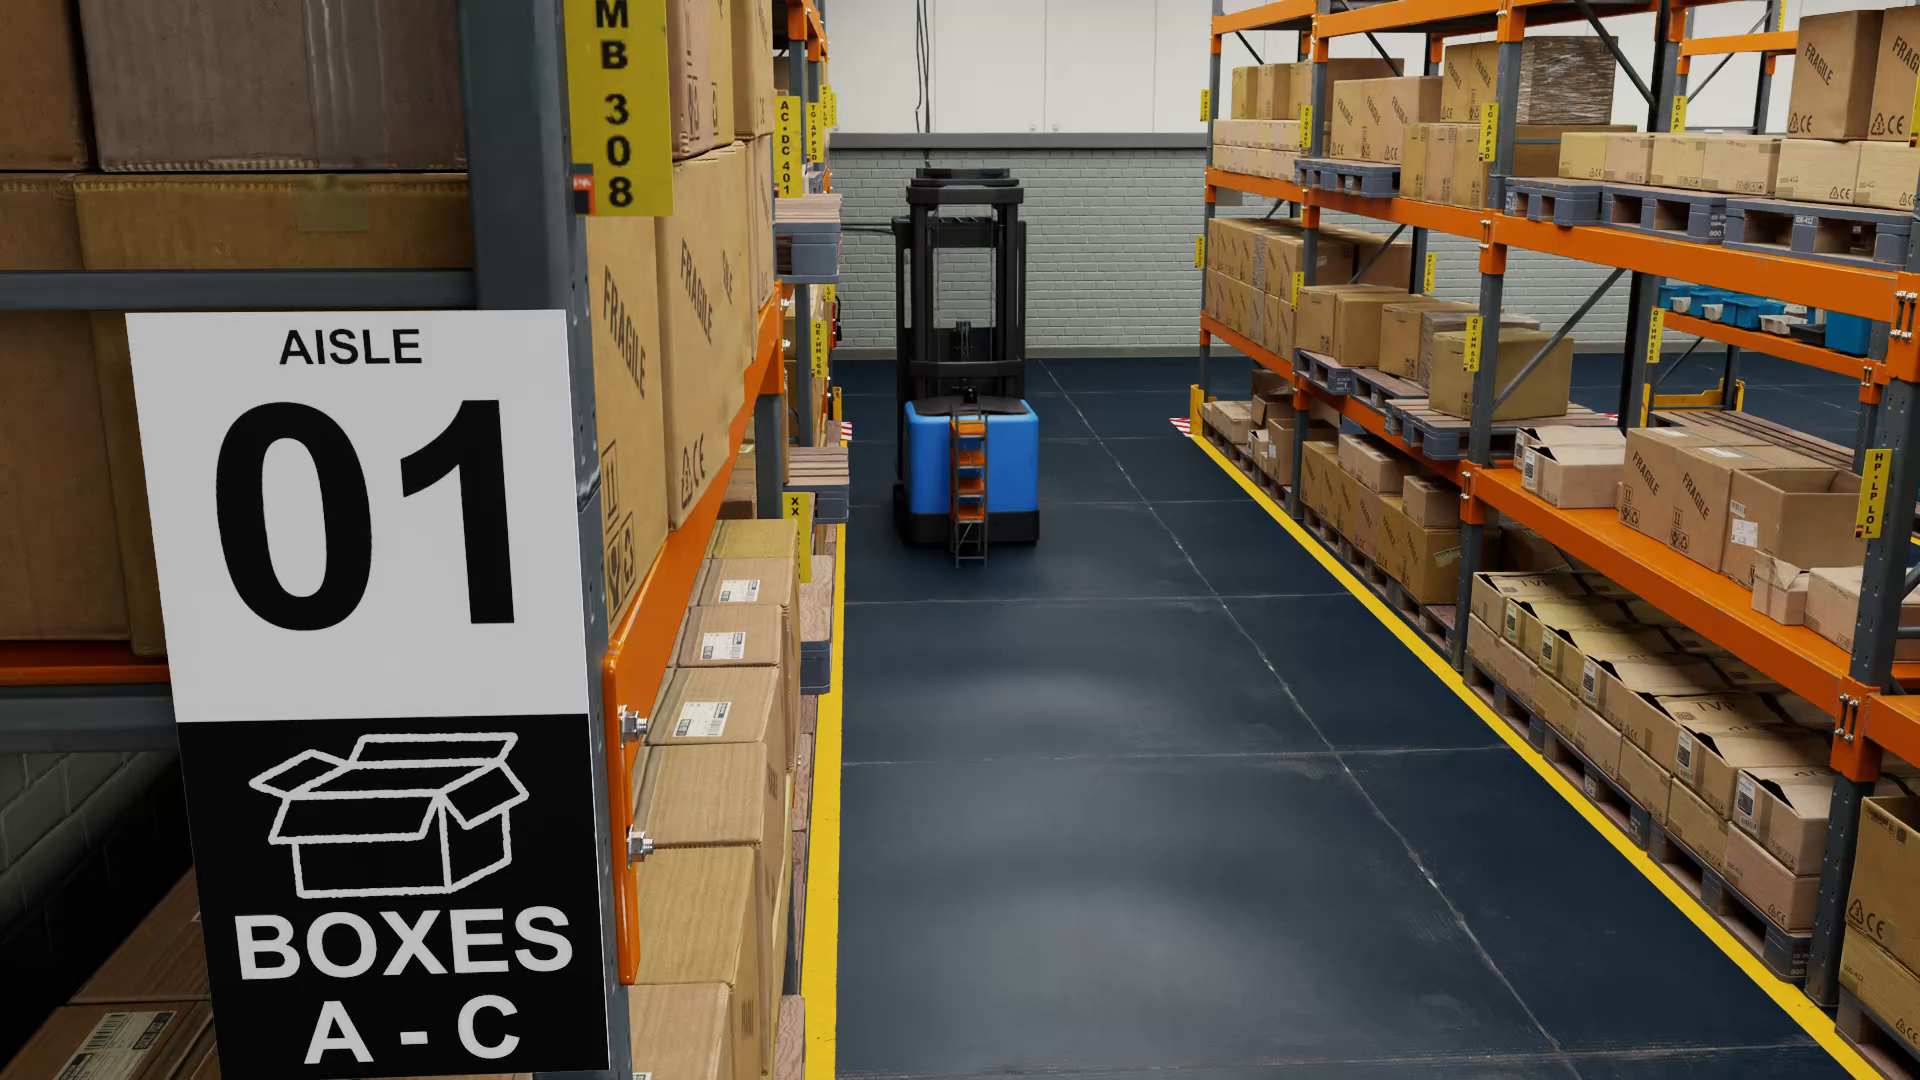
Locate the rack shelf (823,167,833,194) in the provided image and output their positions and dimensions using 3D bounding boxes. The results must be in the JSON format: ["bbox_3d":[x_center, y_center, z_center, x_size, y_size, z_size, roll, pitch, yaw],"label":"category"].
[{"bbox_3d":[-1.732,-3.168,15.244,1.077,0.370,4.000,-1,14,-3],"label":"rack shelf"}]

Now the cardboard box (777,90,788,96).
[{"bbox_3d":[-1.564,-2.923,11.762,0.700,0.500,0.500,-1,14,-4],"label":"cardboard box"}]

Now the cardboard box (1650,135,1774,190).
[{"bbox_3d":[3.743,-1.848,8.127,0.500,0.250,0.500,-1,14,-5],"label":"cardboard box"}]

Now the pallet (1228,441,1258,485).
[{"bbox_3d":[3.216,-0.768,16.089,1.003,0.211,1.213,-1,14,-3],"label":"pallet"}]

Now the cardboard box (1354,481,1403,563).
[{"bbox_3d":[3.221,-0.140,12.183,0.500,0.500,0.500,-1,14,-6],"label":"cardboard box"}]

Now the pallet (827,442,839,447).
[{"bbox_3d":[-1.656,-0.710,15.864,1.003,0.211,1.213,-1,14,-3],"label":"pallet"}]

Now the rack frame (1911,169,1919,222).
[{"bbox_3d":[3.831,-2.560,5.415,1.000,3.000,0.127,-1,14,-3],"label":"rack frame"}]

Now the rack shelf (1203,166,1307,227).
[{"bbox_3d":[3.212,-3.245,15.544,1.077,0.370,4.000,-1,14,-3],"label":"rack shelf"}]

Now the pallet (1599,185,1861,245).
[{"bbox_3d":[3.787,-1.565,7.947,1.003,0.211,1.213,0,14,-1],"label":"pallet"}]

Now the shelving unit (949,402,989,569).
[{"bbox_3d":[0.065,-0.427,12.776,0.258,1.200,0.503,-1,14,-5],"label":"shelving unit"}]

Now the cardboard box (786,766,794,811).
[{"bbox_3d":[-0.758,0.723,4.956,0.500,0.250,0.500,-1,14,-3],"label":"cardboard box"}]

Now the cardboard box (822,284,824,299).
[{"bbox_3d":[-1.324,-2.020,13.013,0.500,0.250,0.500,-1,14,-2],"label":"cardboard box"}]

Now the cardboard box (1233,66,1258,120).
[{"bbox_3d":[3.083,-4.371,16.267,0.700,0.500,0.500,-1,14,-3],"label":"cardboard box"}]

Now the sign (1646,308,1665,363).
[{"bbox_3d":[4.137,-1.219,9.921,0.100,0.325,0.005,-1,14,-3],"label":"sign"}]

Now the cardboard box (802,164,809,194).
[{"bbox_3d":[-1.046,-1.816,8.683,0.500,0.311,0.500,-1,14,-3],"label":"cardboard box"}]

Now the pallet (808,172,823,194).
[{"bbox_3d":[-1.453,-2.092,9.997,1.213,0.211,1.003,0,14,-1],"label":"pallet"}]

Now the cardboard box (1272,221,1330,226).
[{"bbox_3d":[3.422,-2.939,16.723,0.500,0.500,0.500,0,14,-2],"label":"cardboard box"}]

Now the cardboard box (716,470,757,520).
[{"bbox_3d":[-1.110,0.035,6.288,0.700,0.500,0.500,-1,14,-3],"label":"cardboard box"}]

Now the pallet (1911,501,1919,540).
[{"bbox_3d":[8.286,-0.176,13.788,1.003,0.211,1.213,-1,14,-3],"label":"pallet"}]

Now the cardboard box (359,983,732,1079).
[{"bbox_3d":[-0.594,0.994,2.398,0.500,0.500,0.500,-1,14,-3],"label":"cardboard box"}]

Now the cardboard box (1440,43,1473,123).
[{"bbox_3d":[3.500,-2.997,10.926,0.500,0.500,0.500,-1,14,-3],"label":"cardboard box"}]

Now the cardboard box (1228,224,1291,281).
[{"bbox_3d":[2.918,-2.802,16.191,0.500,0.500,0.500,-1,14,-3],"label":"cardboard box"}]

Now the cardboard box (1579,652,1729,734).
[{"bbox_3d":[3.426,0.728,8.228,0.500,0.311,0.500,-1,14,-4],"label":"cardboard box"}]

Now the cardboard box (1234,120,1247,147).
[{"bbox_3d":[2.921,-3.880,15.866,0.500,0.250,0.500,-1,14,-3],"label":"cardboard box"}]

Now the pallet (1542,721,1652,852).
[{"bbox_3d":[3.668,1.209,8.402,1.003,0.211,1.213,-1,14,-3],"label":"pallet"}]

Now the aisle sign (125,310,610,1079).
[{"bbox_3d":[-0.561,0.172,1.620,0.394,0.787,0.004,-1,14,-3],"label":"aisle sign"}]

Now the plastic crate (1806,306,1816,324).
[{"bbox_3d":[8.415,-2.155,16.099,0.416,0.233,0.300,-1,14,-3],"label":"plastic crate"}]

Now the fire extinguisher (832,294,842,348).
[{"bbox_3d":[-1.405,-2.388,17.690,0.296,0.674,0.183,-1,14,-3],"label":"fire extinguisher"}]

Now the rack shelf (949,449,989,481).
[{"bbox_3d":[0.065,-0.578,12.737,0.258,0.148,0.480,-1,14,-5],"label":"rack shelf"}]

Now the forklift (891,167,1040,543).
[{"bbox_3d":[-0.015,-1.708,14.284,1.130,2.935,3.031,-1,14,-5],"label":"forklift"}]

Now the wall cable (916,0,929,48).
[{"bbox_3d":[0.850,-7.863,22.122,3.097,2.526,0.112,-1,14,-3],"label":"wall cable"}]

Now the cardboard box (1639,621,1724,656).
[{"bbox_3d":[3.929,0.589,8.768,0.500,0.311,0.500,-1,14,-4],"label":"cardboard box"}]

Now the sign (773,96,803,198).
[{"bbox_3d":[-0.571,-1.290,5.464,0.100,0.325,0.005,-1,14,-3],"label":"sign"}]

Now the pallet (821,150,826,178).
[{"bbox_3d":[-1.648,-3.180,14.023,1.003,0.211,1.213,-1,14,-3],"label":"pallet"}]

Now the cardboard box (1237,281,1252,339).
[{"bbox_3d":[2.947,-2.195,15.838,0.500,0.500,0.500,-1,14,-3],"label":"cardboard box"}]

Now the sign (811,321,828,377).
[{"bbox_3d":[-0.819,-1.105,9.635,0.100,0.325,0.005,-1,14,-3],"label":"sign"}]

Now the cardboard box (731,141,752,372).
[{"bbox_3d":[-0.724,-0.576,3.484,0.500,0.500,0.500,0,14,0],"label":"cardboard box"}]

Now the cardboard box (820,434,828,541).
[{"bbox_3d":[-1.380,-0.348,12.331,0.750,0.750,0.750,0,14,-2],"label":"cardboard box"}]

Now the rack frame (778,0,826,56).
[{"bbox_3d":[-1.856,-5.467,16.713,1.000,3.000,0.127,-1,14,-3],"label":"rack frame"}]

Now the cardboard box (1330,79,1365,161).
[{"bbox_3d":[3.293,-3.270,12.953,0.600,0.600,0.600,-2,15,-9],"label":"cardboard box"}]

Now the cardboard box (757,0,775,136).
[{"bbox_3d":[-0.766,-1.315,4.348,0.500,0.500,0.500,0,14,0],"label":"cardboard box"}]

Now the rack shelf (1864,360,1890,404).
[{"bbox_3d":[8.404,-0.874,12.345,1.077,0.370,4.000,-1,14,-3],"label":"rack shelf"}]

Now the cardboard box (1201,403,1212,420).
[{"bbox_3d":[2.771,-1.362,17.637,0.380,0.149,0.250,-1,14,-3],"label":"cardboard box"}]

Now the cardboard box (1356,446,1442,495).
[{"bbox_3d":[3.216,-0.512,12.125,0.500,0.250,0.500,-1,14,-4],"label":"cardboard box"}]

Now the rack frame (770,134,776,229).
[{"bbox_3d":[-1.113,-2.482,5.114,1.000,3.000,0.127,-1,14,-3],"label":"rack frame"}]

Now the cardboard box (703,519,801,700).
[{"bbox_3d":[-0.775,0.236,5.346,0.500,0.500,0.500,-1,14,-4],"label":"cardboard box"}]

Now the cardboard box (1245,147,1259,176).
[{"bbox_3d":[2.954,-3.514,15.445,0.500,0.250,0.500,-1,14,-3],"label":"cardboard box"}]

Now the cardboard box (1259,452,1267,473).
[{"bbox_3d":[2.934,-0.706,15.088,0.380,0.149,0.250,-1,14,-3],"label":"cardboard box"}]

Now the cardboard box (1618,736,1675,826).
[{"bbox_3d":[3.455,1.122,7.820,0.500,0.250,0.500,-1,14,-2],"label":"cardboard box"}]

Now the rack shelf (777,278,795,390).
[{"bbox_3d":[-1.236,-1.178,7.511,1.077,0.370,4.000,-1,14,-3],"label":"rack shelf"}]

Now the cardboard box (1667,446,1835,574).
[{"bbox_3d":[3.736,-0.149,7.887,0.500,0.500,0.500,-1,14,-3],"label":"cardboard box"}]

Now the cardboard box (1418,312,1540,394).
[{"bbox_3d":[3.566,-1.286,11.462,0.700,0.500,0.500,2,15,7],"label":"cardboard box"}]

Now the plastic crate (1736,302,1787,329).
[{"bbox_3d":[7.819,-2.194,16.248,0.416,0.233,0.300,-1,14,-3],"label":"plastic crate"}]

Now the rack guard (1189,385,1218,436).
[{"bbox_3d":[3.093,-1.409,18.000,1.175,0.500,0.348,-1,14,-3],"label":"rack guard"}]
